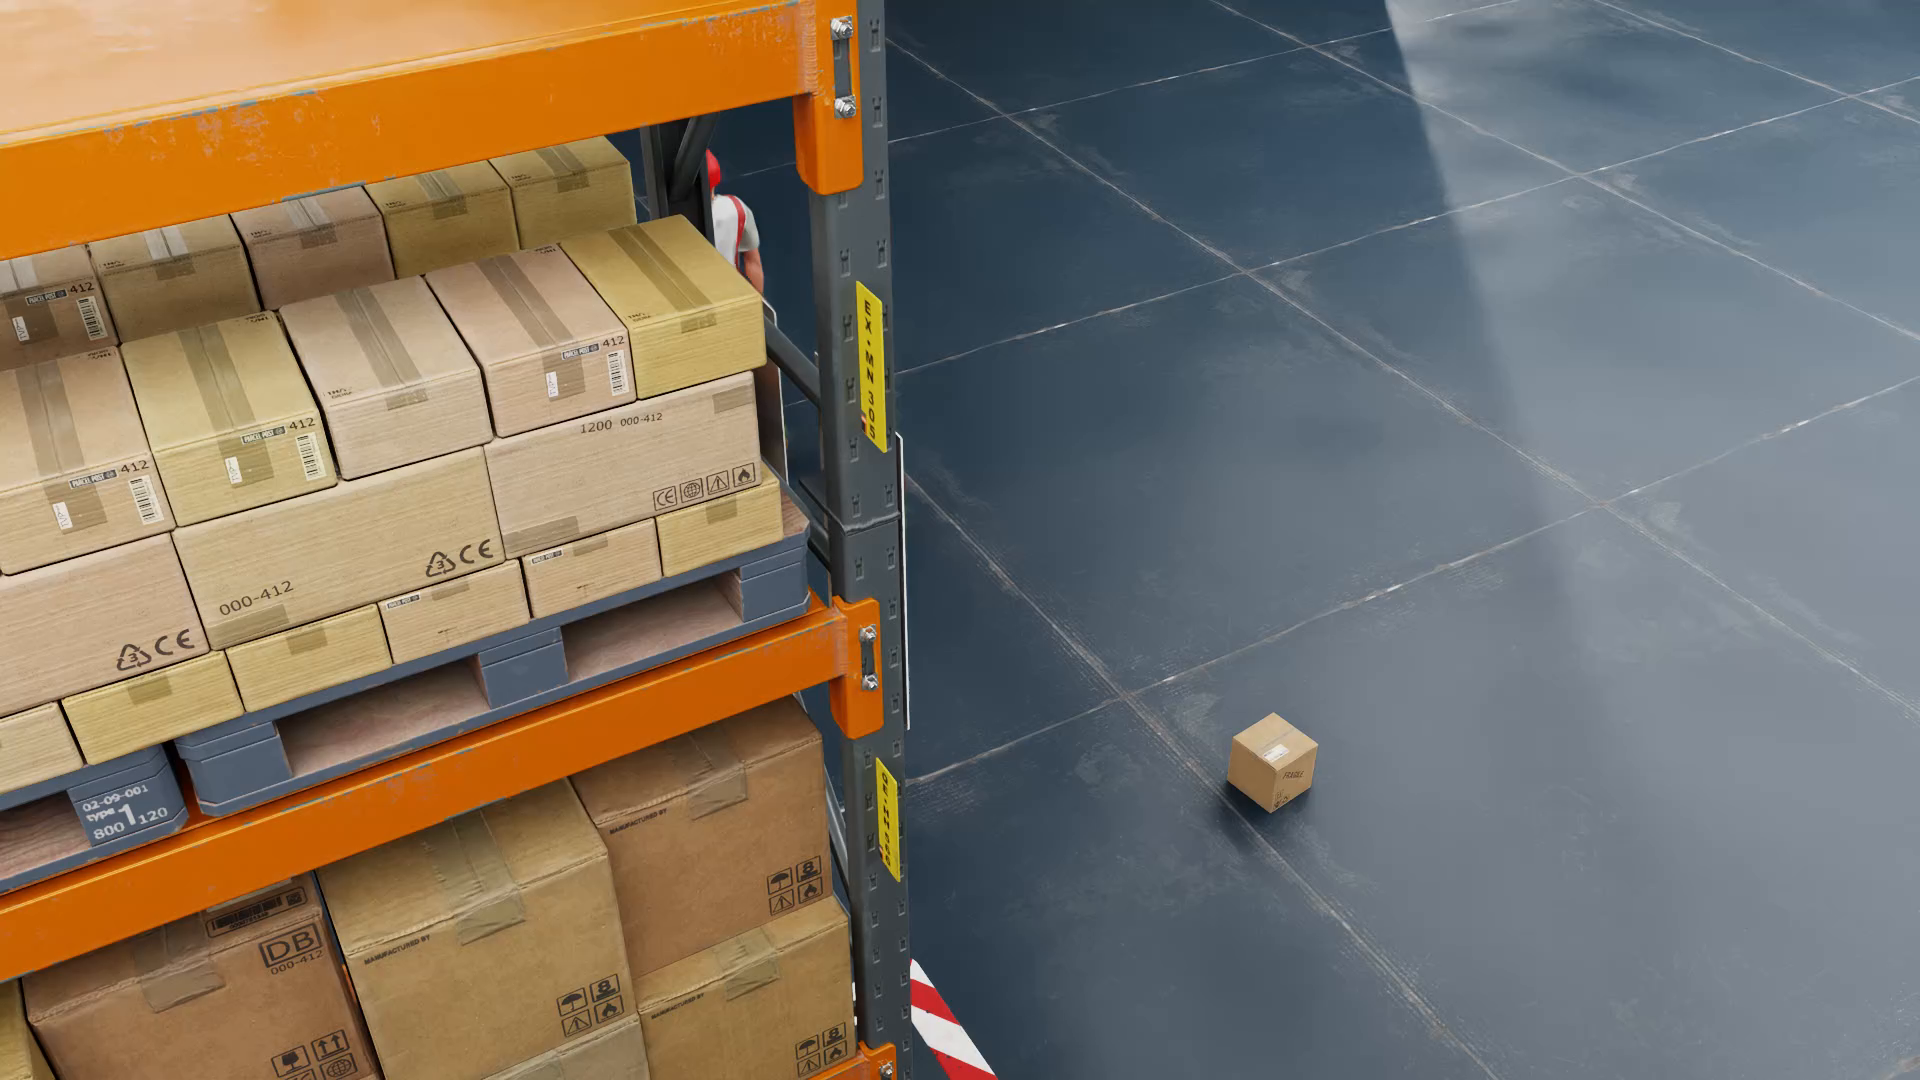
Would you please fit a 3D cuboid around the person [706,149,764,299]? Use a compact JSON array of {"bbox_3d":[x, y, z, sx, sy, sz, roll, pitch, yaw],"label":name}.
[{"bbox_3d":[-1.330,-1.224,8.568,1.057,1.743,0.527,29,45,33],"label":"person"}]
